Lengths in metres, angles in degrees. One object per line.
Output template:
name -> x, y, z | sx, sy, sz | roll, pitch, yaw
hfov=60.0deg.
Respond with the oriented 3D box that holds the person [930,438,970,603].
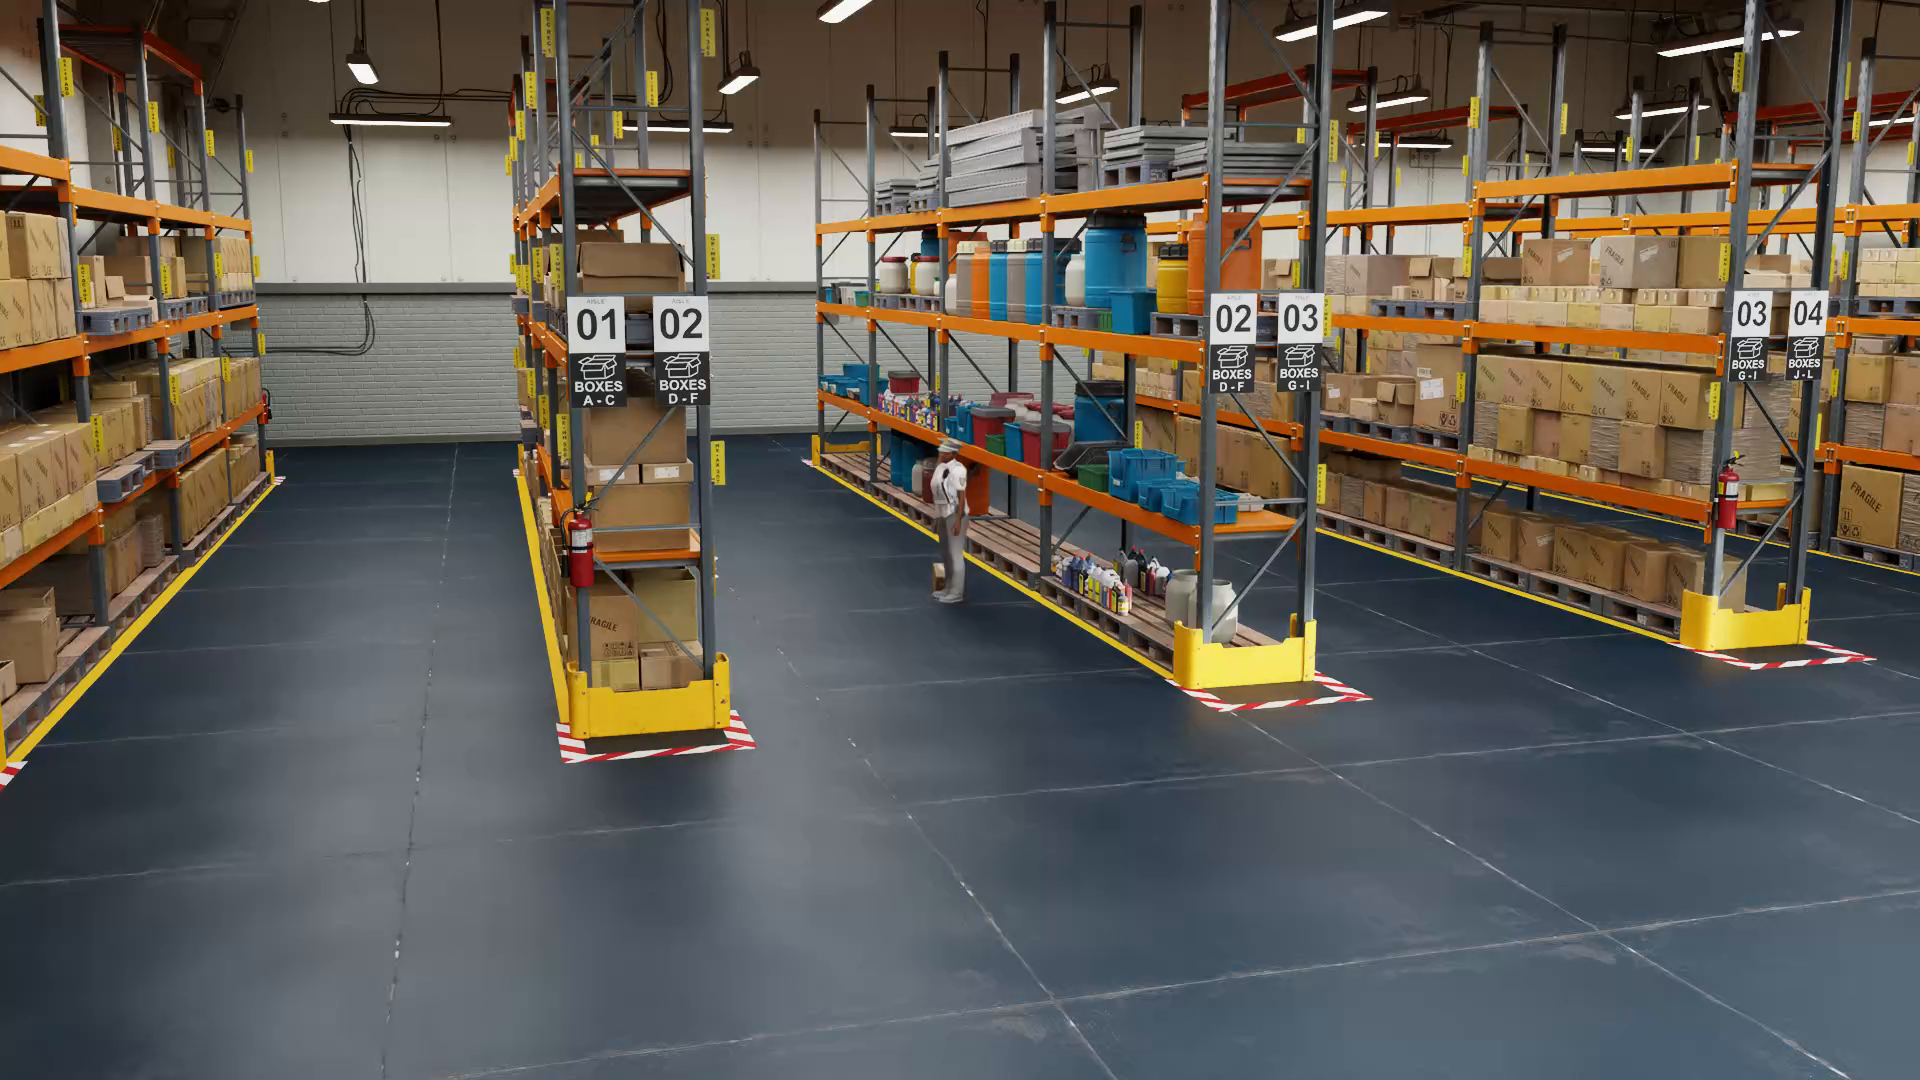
person -> -0.128, -0.205, 16.929 | 0.427, 1.682, 0.548 | -6, 11, -32
